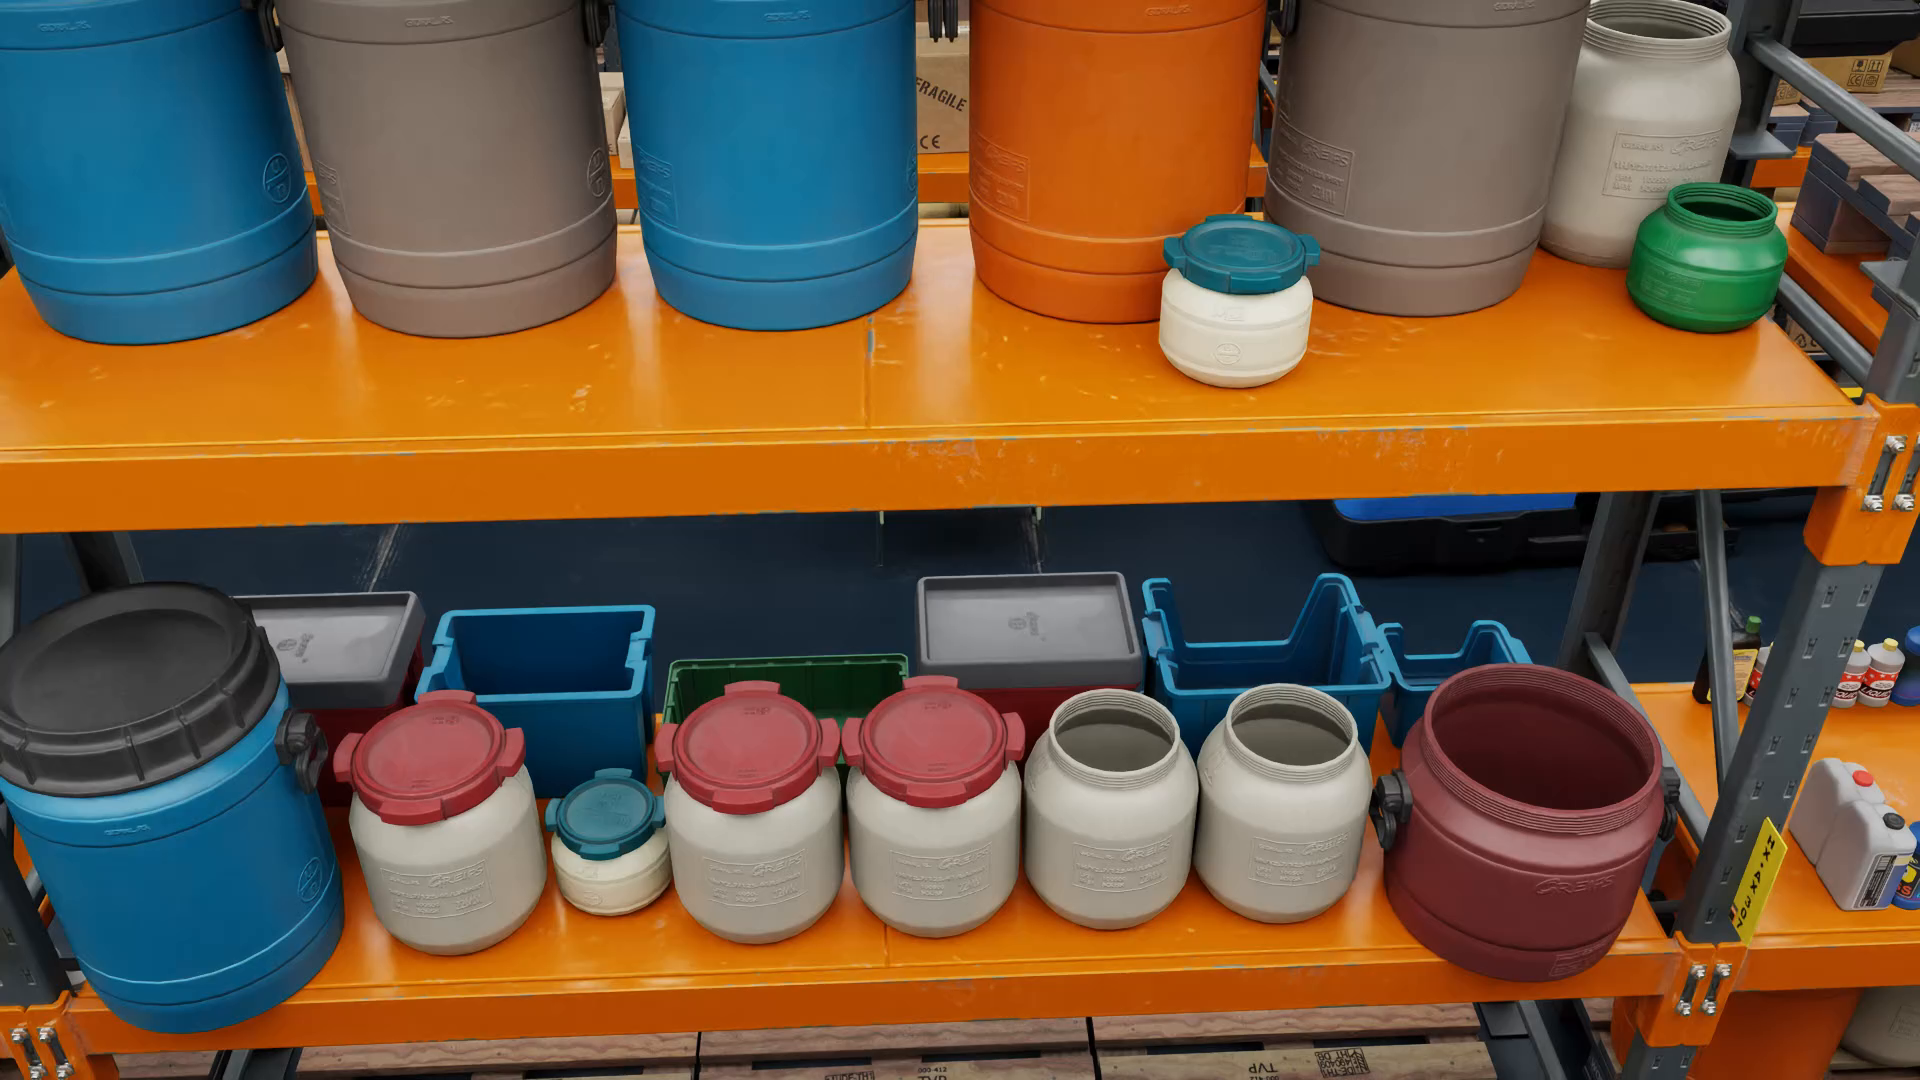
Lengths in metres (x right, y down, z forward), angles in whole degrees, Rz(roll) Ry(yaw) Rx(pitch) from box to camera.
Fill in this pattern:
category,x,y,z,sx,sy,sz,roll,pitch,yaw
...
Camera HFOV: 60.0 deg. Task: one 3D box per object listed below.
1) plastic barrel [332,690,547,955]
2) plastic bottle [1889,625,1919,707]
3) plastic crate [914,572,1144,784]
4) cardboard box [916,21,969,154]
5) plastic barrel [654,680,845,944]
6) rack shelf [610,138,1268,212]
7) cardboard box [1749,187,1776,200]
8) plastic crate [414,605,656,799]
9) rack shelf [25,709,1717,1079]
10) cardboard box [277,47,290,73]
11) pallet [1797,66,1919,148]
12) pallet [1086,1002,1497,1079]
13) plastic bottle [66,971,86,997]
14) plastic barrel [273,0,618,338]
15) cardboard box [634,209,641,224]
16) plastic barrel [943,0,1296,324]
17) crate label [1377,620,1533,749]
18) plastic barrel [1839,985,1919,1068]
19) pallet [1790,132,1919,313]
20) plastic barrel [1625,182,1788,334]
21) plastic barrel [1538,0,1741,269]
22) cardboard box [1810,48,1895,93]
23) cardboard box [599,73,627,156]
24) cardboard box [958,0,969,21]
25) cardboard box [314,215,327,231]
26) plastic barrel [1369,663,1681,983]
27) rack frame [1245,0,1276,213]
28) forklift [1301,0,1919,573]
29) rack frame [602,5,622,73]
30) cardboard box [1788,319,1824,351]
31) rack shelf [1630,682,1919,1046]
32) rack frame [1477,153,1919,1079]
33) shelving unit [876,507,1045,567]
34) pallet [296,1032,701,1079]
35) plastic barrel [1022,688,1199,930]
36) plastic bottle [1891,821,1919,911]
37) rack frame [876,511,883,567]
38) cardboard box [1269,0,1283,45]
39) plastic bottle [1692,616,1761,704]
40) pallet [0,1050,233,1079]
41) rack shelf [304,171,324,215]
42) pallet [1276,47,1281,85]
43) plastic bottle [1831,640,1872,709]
category,x,y,z,sx,sy,sz,roll,pitch,yaw
plastic barrel,-1.227,0.695,3.990,0.433,0.535,0.433,0,35,0
plastic bottle,2.727,0.340,4.736,0.097,0.271,0.097,0,35,0
plastic crate,0.173,0.388,4.497,0.583,0.464,0.402,-2,35,-2
cardboard box,-0.104,-2.258,8.289,0.500,0.500,0.500,-3,35,-5
plastic barrel,-0.495,0.676,4.018,0.433,0.535,0.433,0,35,0
rack shelf,-0.426,-1.921,8.523,4.000,0.370,1.077,-2,35,-2
cardboard box,4.073,-1.939,9.067,0.500,0.250,0.500,-1,35,-2
plastic crate,-1.106,0.452,4.474,0.575,0.384,0.392,-2,35,-2
rack shelf,-0.196,0.894,4.454,4.000,0.370,1.077,-2,35,-2
cardboard box,-3.194,-2.328,7.820,0.250,0.149,0.380,-3,35,-4
pallet,4.763,-2.340,8.665,1.213,0.211,1.003,-2,35,-2
pallet,1.026,1.690,5.122,1.213,0.211,1.003,-2,35,-2
plastic bottle,-2.736,1.387,5.182,0.097,0.201,0.097,0,35,0
plastic barrel,-1.042,-0.942,3.399,0.600,0.901,0.600,0,35,0
cardboard box,-1.514,-1.627,9.020,0.500,0.311,0.500,-1,35,-1
plastic barrel,0.318,-0.949,3.472,0.708,0.830,0.600,-2,35,-2
crate label,1.364,0.412,4.666,0.416,0.233,0.303,-2,35,-2
plastic barrel,2.850,1.306,5.044,0.421,0.512,0.421,0,35,0
pallet,2.571,-0.576,3.477,1.213,0.211,1.003,-2,35,-2
plastic barrel,1.558,-0.589,3.466,0.294,0.245,0.294,0,35,0
plastic barrel,1.477,-0.901,3.681,0.421,0.512,0.421,0,35,0
cardboard box,4.399,-2.652,8.490,0.500,0.500,0.700,4,35,5
cardboard box,-1.934,-2.140,8.338,0.500,0.250,0.500,1,35,1
cardboard box,0.096,-4.243,13.055,0.500,0.500,0.700,-2,35,-2
cardboard box,-3.377,-1.370,8.482,0.500,0.500,0.500,-2,35,-2
plastic barrel,1.353,0.673,4.022,0.708,0.536,0.600,-2,35,-2
rack frame,1.571,-2.271,8.396,0.127,3.000,1.000,-2,35,-2
forklift,3.126,-1.414,7.217,3.031,2.935,1.130,-4,35,-5
rack frame,-2.662,-4.979,12.309,0.127,3.000,1.000,-2,35,-2
cardboard box,4.593,-1.347,8.871,0.500,0.500,0.500,-1,35,-2
rack shelf,3.800,0.787,4.610,4.000,0.370,1.077,-2,35,-2
rack frame,1.802,0.545,4.327,0.127,3.000,1.000,-2,35,-2
shelving unit,-0.007,-0.617,7.323,0.755,1.500,0.431,-2,35,-2
pallet,-1.411,1.756,5.027,1.213,0.211,1.003,-2,35,-2
plastic barrel,0.364,0.659,4.063,0.421,0.512,0.421,0,35,0
plastic bottle,2.367,0.782,4.097,0.097,0.271,0.097,0,35,0
rack frame,-0.372,-0.607,7.309,0.023,1.500,0.400,-2,35,-2
cardboard box,2.074,-4.321,12.878,0.750,0.750,0.750,-2,35,-3
plastic bottle,2.186,0.339,4.726,0.133,0.283,0.061,-2,35,-2
pallet,-2.866,1.793,4.973,1.213,0.211,1.003,-2,35,-2
rack shelf,-4.422,-1.814,8.367,4.000,0.370,1.077,-2,35,-2
pallet,2.245,-2.250,8.534,1.003,0.211,1.213,-2,35,-2
plastic bottle,2.533,0.374,4.748,0.097,0.201,0.097,0,35,0
